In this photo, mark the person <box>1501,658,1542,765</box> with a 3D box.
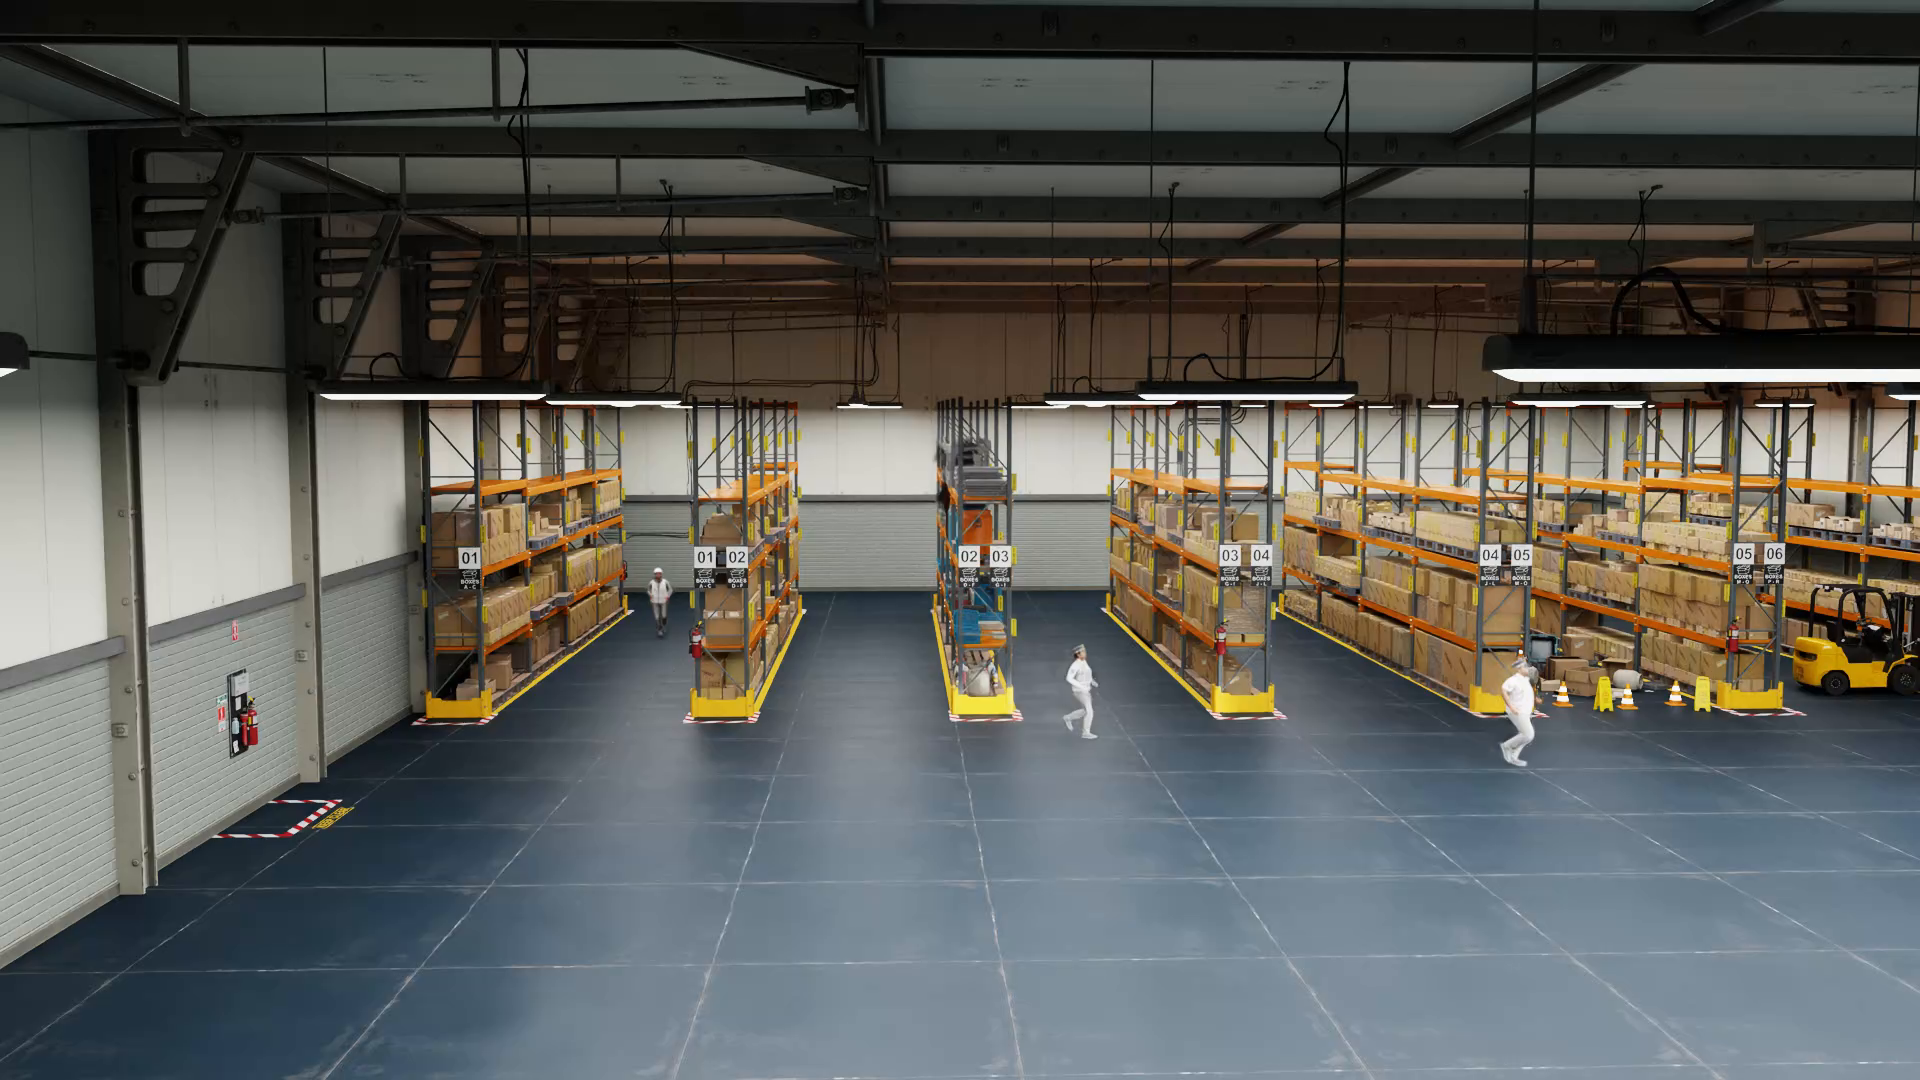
[{"bbox_3d":[9.074,2.771,26.846,0.563,1.757,0.706,3,6,38],"label":"person"}]

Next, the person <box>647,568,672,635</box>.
[{"bbox_3d":[-7.659,1.580,42.347,0.635,1.727,0.564,0,4,-6],"label":"person"}]

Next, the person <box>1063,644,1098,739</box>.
[{"bbox_3d":[2.101,2.643,29.160,0.668,1.652,0.620,2,5,28],"label":"person"}]
